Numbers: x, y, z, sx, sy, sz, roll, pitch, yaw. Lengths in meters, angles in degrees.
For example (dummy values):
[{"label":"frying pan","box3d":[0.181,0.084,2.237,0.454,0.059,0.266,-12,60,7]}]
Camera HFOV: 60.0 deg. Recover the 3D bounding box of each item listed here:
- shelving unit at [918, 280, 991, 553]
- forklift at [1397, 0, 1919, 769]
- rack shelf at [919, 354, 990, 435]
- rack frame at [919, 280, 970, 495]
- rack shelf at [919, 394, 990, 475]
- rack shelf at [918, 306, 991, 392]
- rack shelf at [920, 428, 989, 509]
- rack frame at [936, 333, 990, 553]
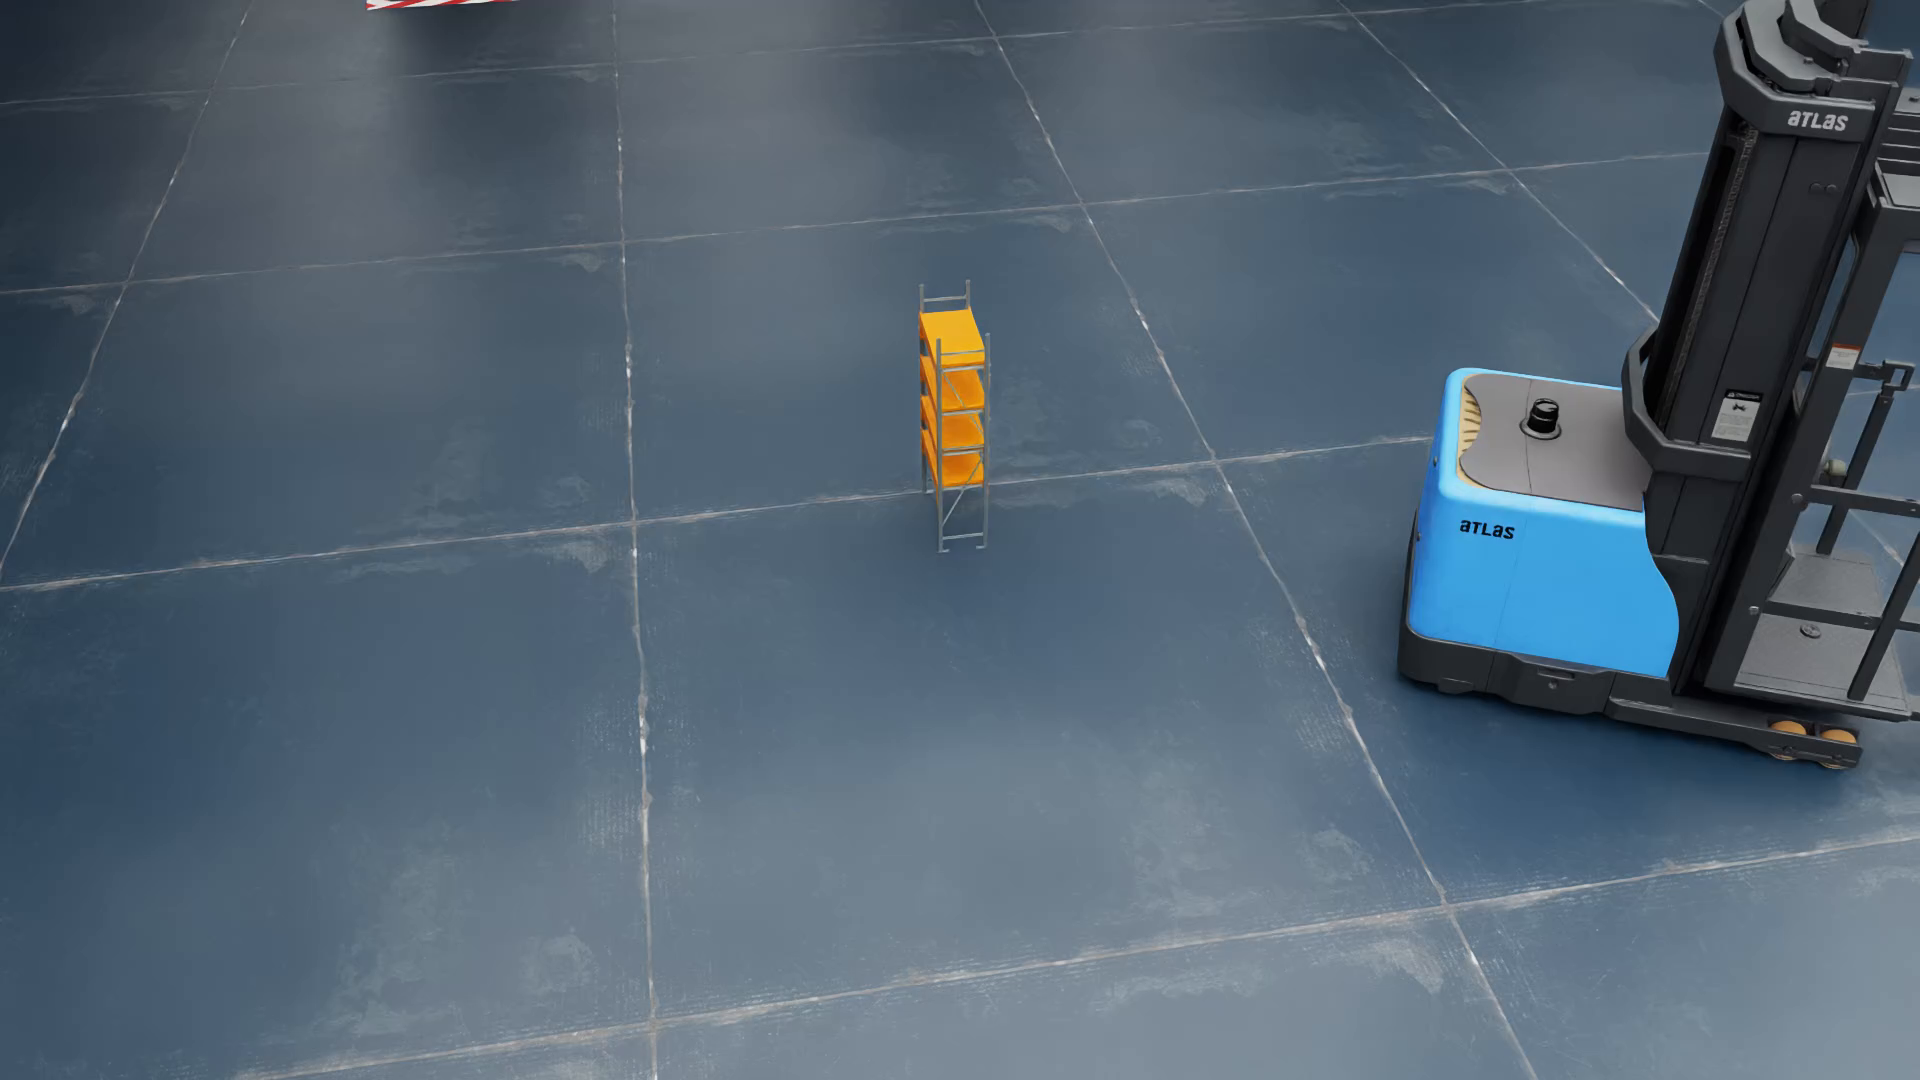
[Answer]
[{"label":"shelving unit","box3d":[-0.029,-0.574,7.911,0.258,1.200,0.503,-6,38,-8]},{"label":"forklift","box3d":[3.501,-0.568,6.492,3.031,2.935,1.130,10,39,12]},{"label":"rack shelf","box3d":[-0.029,-0.697,7.815,0.258,0.148,0.480,-6,38,-8]},{"label":"rack frame","box3d":[-0.072,-0.721,8.100,0.240,1.200,0.015,-6,38,-8]},{"label":"rack shelf","box3d":[-0.029,-0.521,7.952,0.258,0.148,0.480,-6,38,-8]},{"label":"rack shelf","box3d":[-0.029,-0.884,7.669,0.258,0.148,0.480,-6,38,-8]},{"label":"rack shelf","box3d":[-0.029,-0.364,8.074,0.258,0.148,0.480,-6,38,-8]},{"label":"rack frame","box3d":[0.014,-0.426,7.721,0.240,1.200,0.015,-6,38,-8]}]
